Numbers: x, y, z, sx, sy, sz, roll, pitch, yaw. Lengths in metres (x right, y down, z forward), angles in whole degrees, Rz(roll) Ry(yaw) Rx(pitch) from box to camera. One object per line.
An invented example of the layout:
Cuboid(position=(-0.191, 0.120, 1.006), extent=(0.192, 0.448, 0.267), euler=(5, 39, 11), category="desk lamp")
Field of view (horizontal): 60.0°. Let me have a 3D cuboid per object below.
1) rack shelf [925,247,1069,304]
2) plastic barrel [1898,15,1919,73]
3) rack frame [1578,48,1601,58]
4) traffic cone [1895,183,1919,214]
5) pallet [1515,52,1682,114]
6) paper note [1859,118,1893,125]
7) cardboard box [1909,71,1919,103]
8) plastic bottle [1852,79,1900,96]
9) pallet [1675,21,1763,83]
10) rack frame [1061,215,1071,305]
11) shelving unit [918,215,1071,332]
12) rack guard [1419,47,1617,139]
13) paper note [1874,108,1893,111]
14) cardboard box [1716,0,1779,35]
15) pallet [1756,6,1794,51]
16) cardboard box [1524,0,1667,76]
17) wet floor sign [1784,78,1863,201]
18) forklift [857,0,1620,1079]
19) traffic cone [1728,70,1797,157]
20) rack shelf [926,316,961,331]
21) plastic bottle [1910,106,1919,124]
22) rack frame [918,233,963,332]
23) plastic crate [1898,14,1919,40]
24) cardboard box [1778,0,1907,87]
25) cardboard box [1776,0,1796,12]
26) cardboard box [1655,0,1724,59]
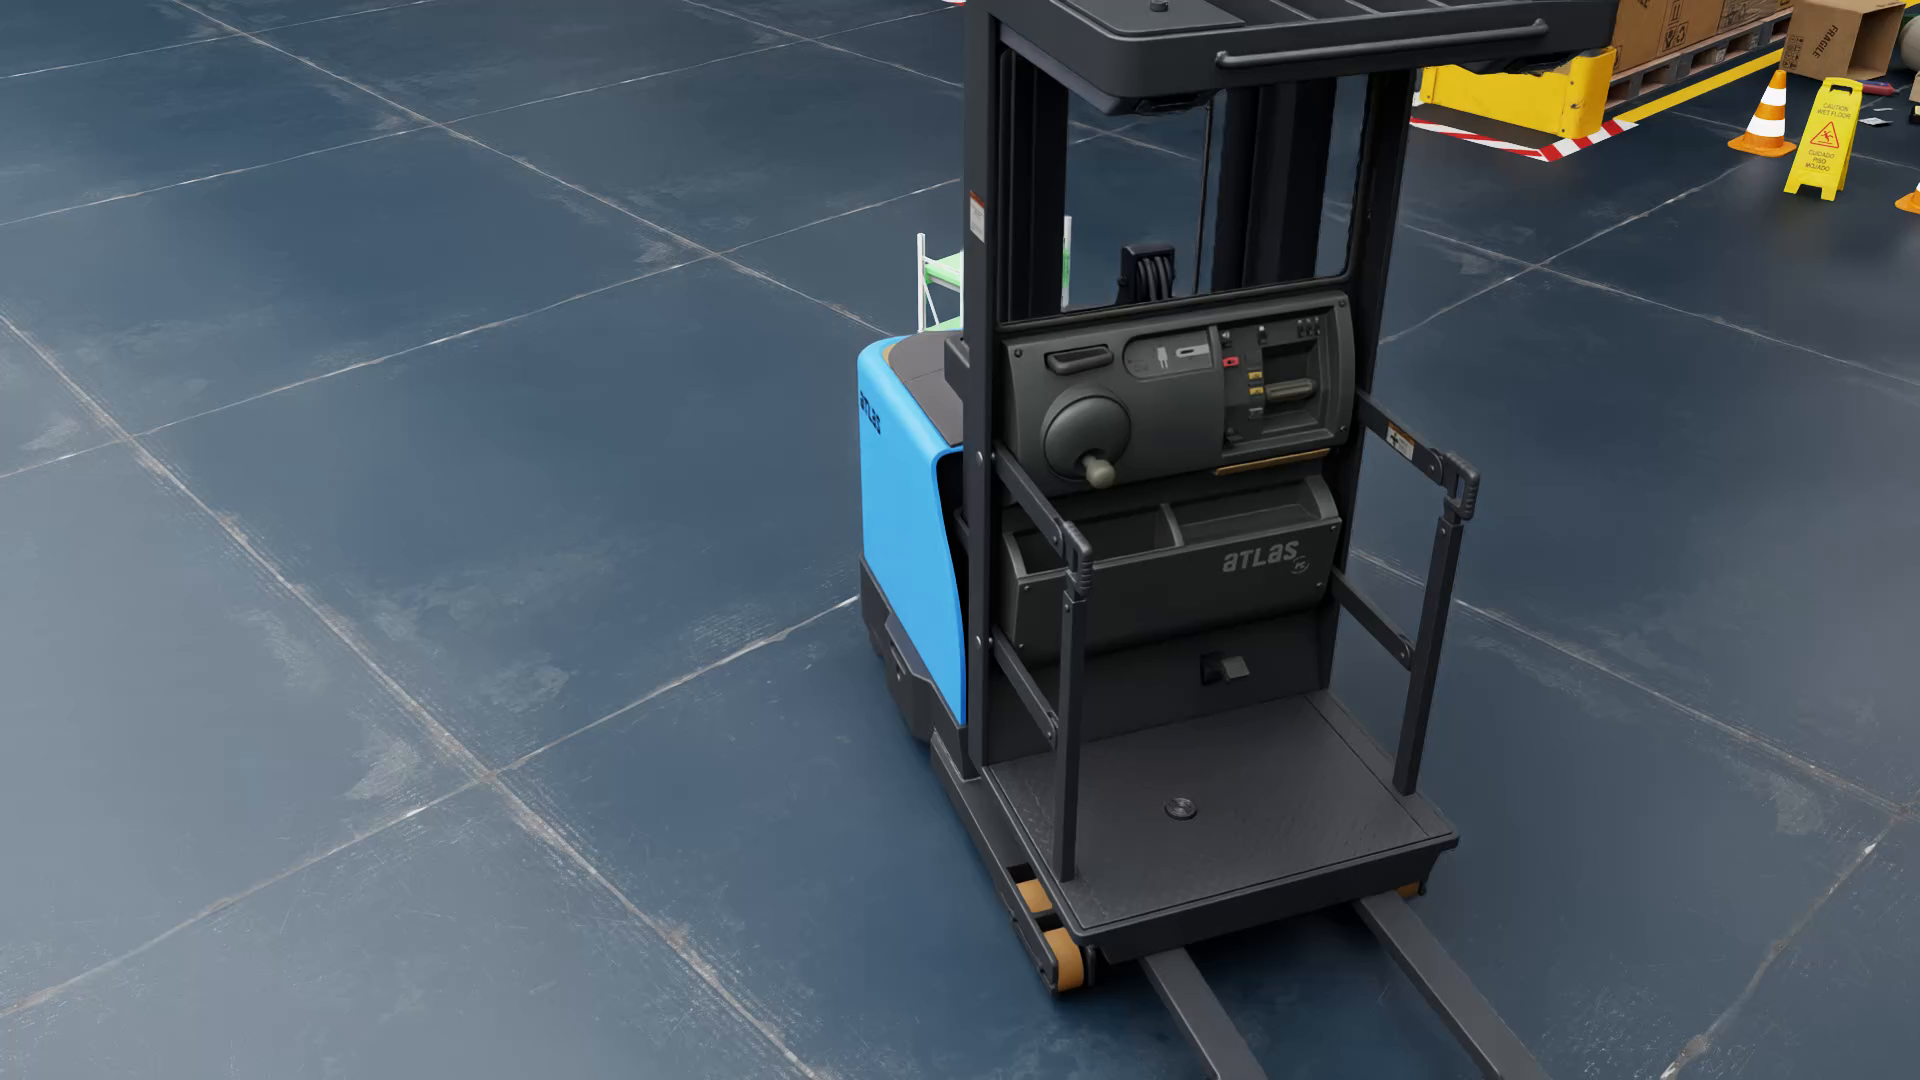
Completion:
Cuboid(position=(0.121, -0.926, 5.816), extent=(0.480, 0.148, 0.258), euler=(-26, 40, -35), category="rack shelf")
Cuboid(position=(6.703, -3.375, 11.363), extent=(0.421, 0.421, 0.512), euler=(-1, 31, -2), category="plastic barrel")
Cuboid(position=(3.559, -4.044, 9.989), extent=(0.127, 3.000, 1.000), euler=(-26, 40, -35), category="rack frame")
Cuboid(position=(5.433, -2.054, 9.166), extent=(0.334, 0.463, 0.336), euler=(-26, 40, -35), category="traffic cone")
Cuboid(position=(4.092, -3.168, 11.229), extent=(1.213, 0.211, 1.003), euler=(-26, 40, -35), category="pallet")
Cuboid(position=(5.833, -2.669, 10.587), extent=(0.142, 0.017, 0.144), euler=(-12, 34, -19), category="paper note")
Cuboid(position=(6.484, -2.983, 10.873), extent=(0.258, 0.266, 0.396), euler=(-19, 36, -28), category="cardboard box")
Cuboid(position=(6.140, -3.027, 11.141), extent=(0.283, 0.061, 0.133), euler=(15, 34, 23), category="plastic bottle")
Cuboid(position=(4.987, -3.599, 11.933), extent=(1.213, 0.211, 1.003), euler=(-26, 40, -35), category="pallet")
Cuboid(position=(0.300, -0.657, 6.175), extent=(0.015, 1.200, 0.240), euler=(-26, 40, -35), category="rack frame")
Cuboid(position=(0.121, -0.571, 6.033), extent=(0.503, 1.200, 0.258), euler=(-26, 40, -35), category="shelving unit")
Cuboid(position=(3.542, -2.969, 10.627), extent=(0.348, 0.500, 1.175), euler=(-26, 40, -35), category="rack guard")
Cuboid(position=(6.011, -2.802, 10.823), extent=(0.123, 0.001, 0.032), euler=(-7, 32, -11), category="paper note")
Cuboid(position=(5.325, -4.218, 11.908), extent=(0.875, 0.875, 0.875), euler=(-25, 40, -35), category="cardboard box")
Cuboid(position=(5.881, -4.034, 12.644), extent=(1.213, 0.211, 1.003), euler=(-26, 40, -35), category="pallet")
Cuboid(position=(4.011, -3.583, 10.868), extent=(0.875, 0.875, 0.875), euler=(-26, 40, -35), category="cardboard box")
Cuboid(position=(4.884, -2.272, 9.348), extent=(0.267, 0.644, 0.232), euler=(22, 37, 31), category="wet floor sign")
Cuboid(position=(0.635, -0.318, 3.960), extent=(1.130, 2.935, 3.031), euler=(-11, 33, -17), category="forklift")
Cuboid(position=(4.914, -2.607, 10.070), extent=(0.334, 0.463, 0.336), euler=(-26, 40, -35), category="traffic cone")
Cuboid(position=(0.121, -0.721, 5.941), extent=(0.480, 0.148, 0.258), euler=(-26, 40, -35), category="rack shelf")
Cuboid(position=(6.170, -2.729, 10.655), extent=(0.133, 0.061, 0.283), euler=(15, 34, 23), category="plastic bottle")
Cuboid(position=(-0.058, -0.484, 5.891), extent=(0.015, 1.200, 0.240), euler=(-26, 40, -35), category="rack frame")
Cuboid(position=(7.256, -3.725, 12.107), extent=(0.662, 0.188, 0.450), euler=(-7, 22, -11), category="plastic crate")
Cuboid(position=(6.052, -3.455, 11.418), extent=(0.500, 0.500, 0.500), euler=(-19, 36, -28), category="cardboard box")
Cuboid(position=(5.983, -4.540, 12.433), extent=(0.875, 0.875, 0.875), euler=(-25, 39, -35), category="cardboard box")
Cuboid(position=(4.655, -3.896, 11.380), extent=(0.875, 0.875, 0.875), euler=(-27, 40, -36), category="cardboard box")
